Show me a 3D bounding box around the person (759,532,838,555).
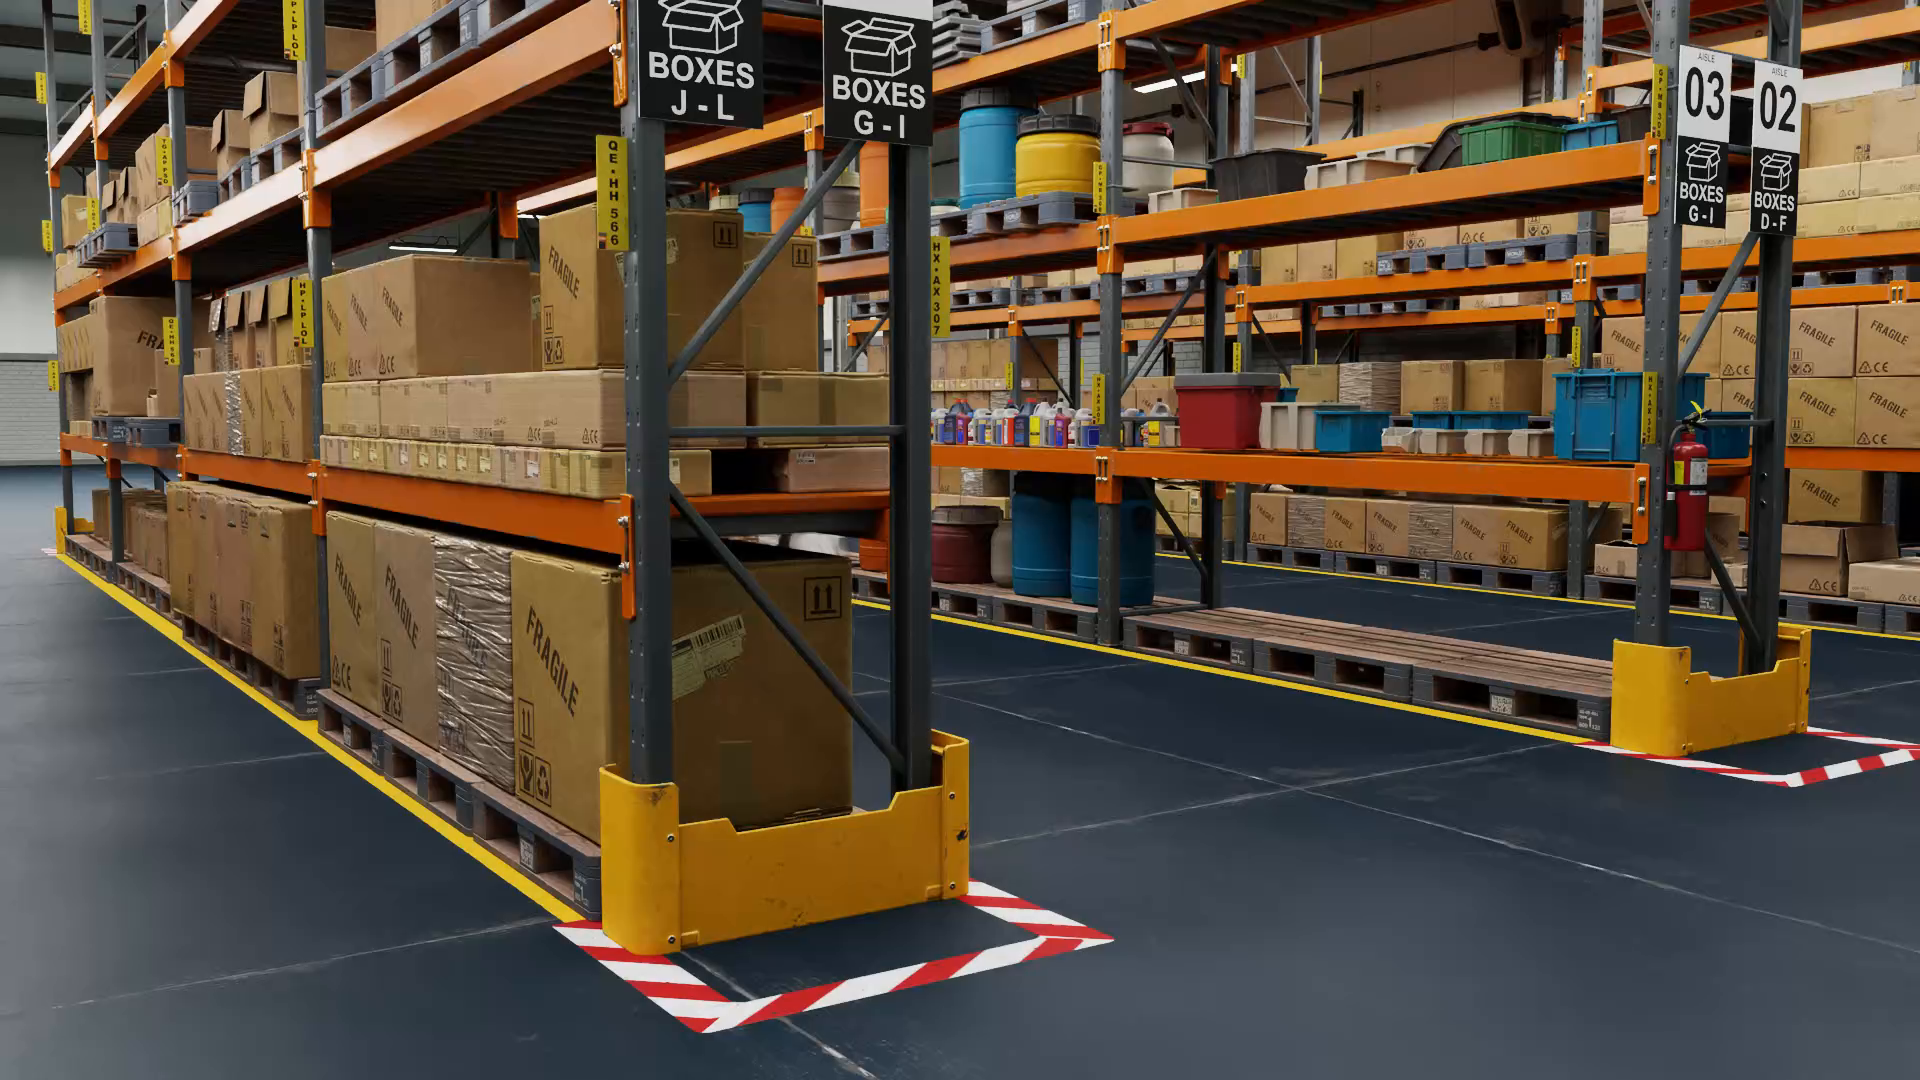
[{"bbox_3d":[-0.984,0.020,9.163,0.628,1.680,0.536,-3,6,-35],"label":"person"}]
